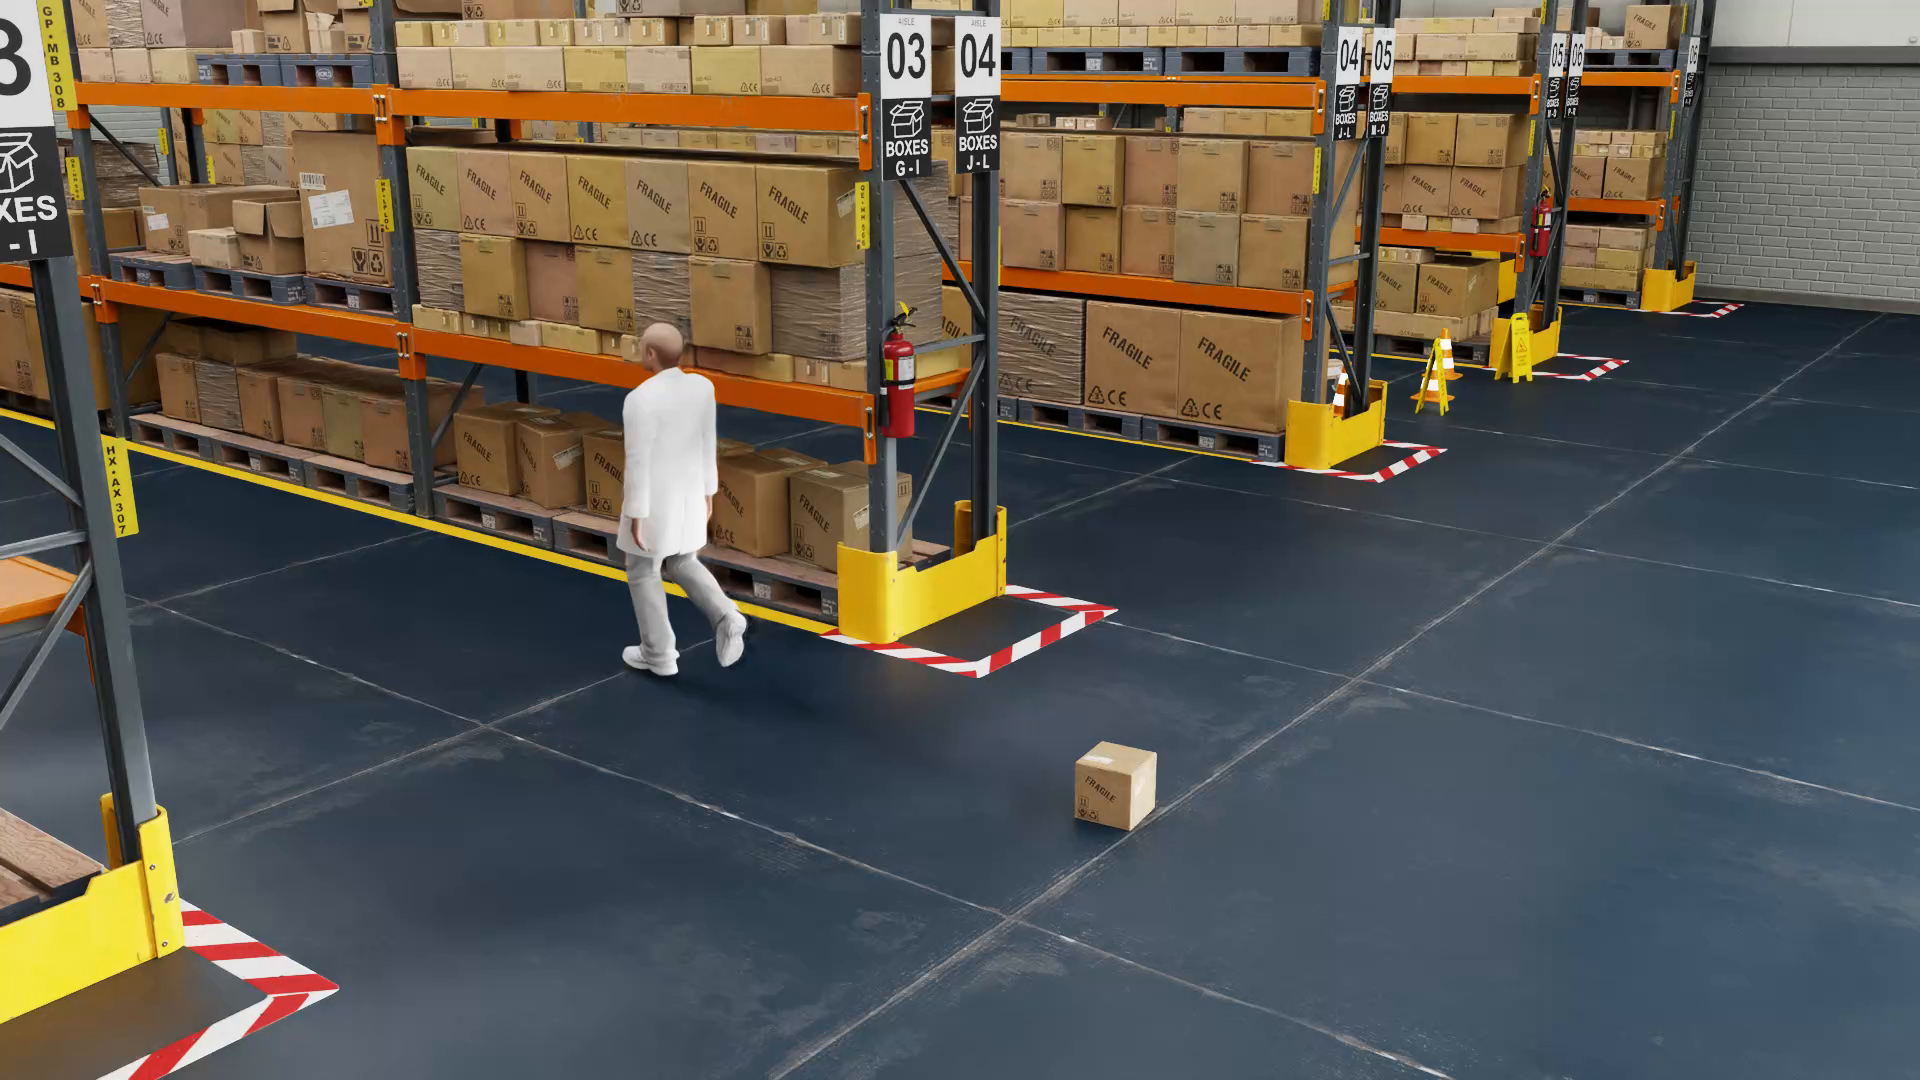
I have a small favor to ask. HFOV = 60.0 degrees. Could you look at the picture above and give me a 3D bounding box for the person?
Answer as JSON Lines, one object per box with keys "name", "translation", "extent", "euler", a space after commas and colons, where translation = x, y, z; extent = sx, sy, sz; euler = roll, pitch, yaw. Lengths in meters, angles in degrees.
{"name": "person", "translation": [-1.393, -0.181, 8.090], "extent": [0.731, 1.761, 0.591], "euler": [14, 21, 39]}
